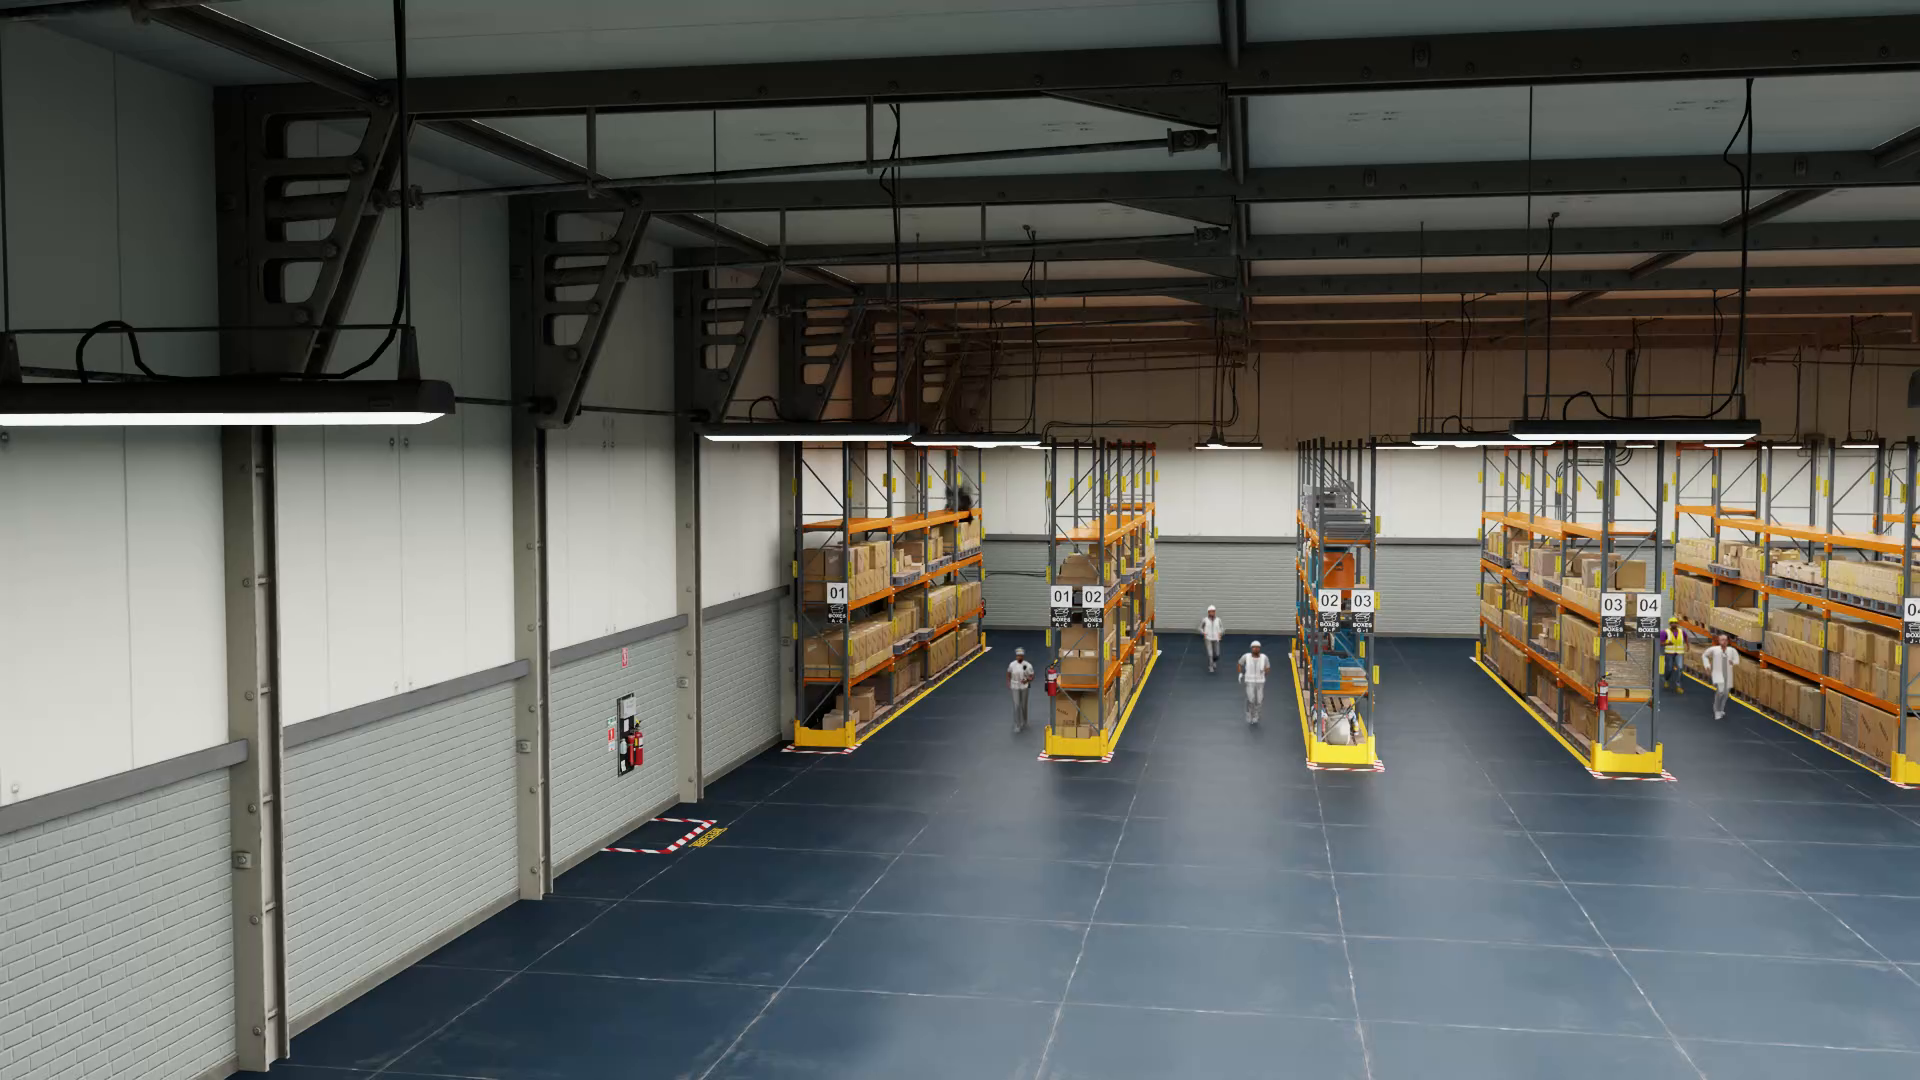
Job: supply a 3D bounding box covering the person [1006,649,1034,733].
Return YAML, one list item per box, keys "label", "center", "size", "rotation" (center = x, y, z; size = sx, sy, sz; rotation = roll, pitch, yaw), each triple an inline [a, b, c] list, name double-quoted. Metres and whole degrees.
- label: "person"
  center: [1.236, 3.060, 34.170]
  size: [0.594, 1.695, 0.845]
  rotation: [0, 3, 6]

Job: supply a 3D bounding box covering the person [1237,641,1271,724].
- label: "person"
  center: [6.170, 2.985, 34.792]
  size: [0.662, 1.744, 0.657]
  rotation: [0, 3, 1]

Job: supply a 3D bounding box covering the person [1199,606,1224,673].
- label: "person"
  center: [6.531, 2.576, 43.195]
  size: [0.657, 1.720, 0.612]
  rotation: [0, 3, -1]

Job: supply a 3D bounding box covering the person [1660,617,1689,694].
- label: "person"
  center: [17.060, 2.728, 39.697]
  size: [0.706, 1.759, 0.979]
  rotation: [1, 3, 13]

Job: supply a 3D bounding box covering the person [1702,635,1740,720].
- label: "person"
  center: [16.359, 2.954, 35.684]
  size: [0.671, 1.835, 0.786]
  rotation: [0, 3, 5]
